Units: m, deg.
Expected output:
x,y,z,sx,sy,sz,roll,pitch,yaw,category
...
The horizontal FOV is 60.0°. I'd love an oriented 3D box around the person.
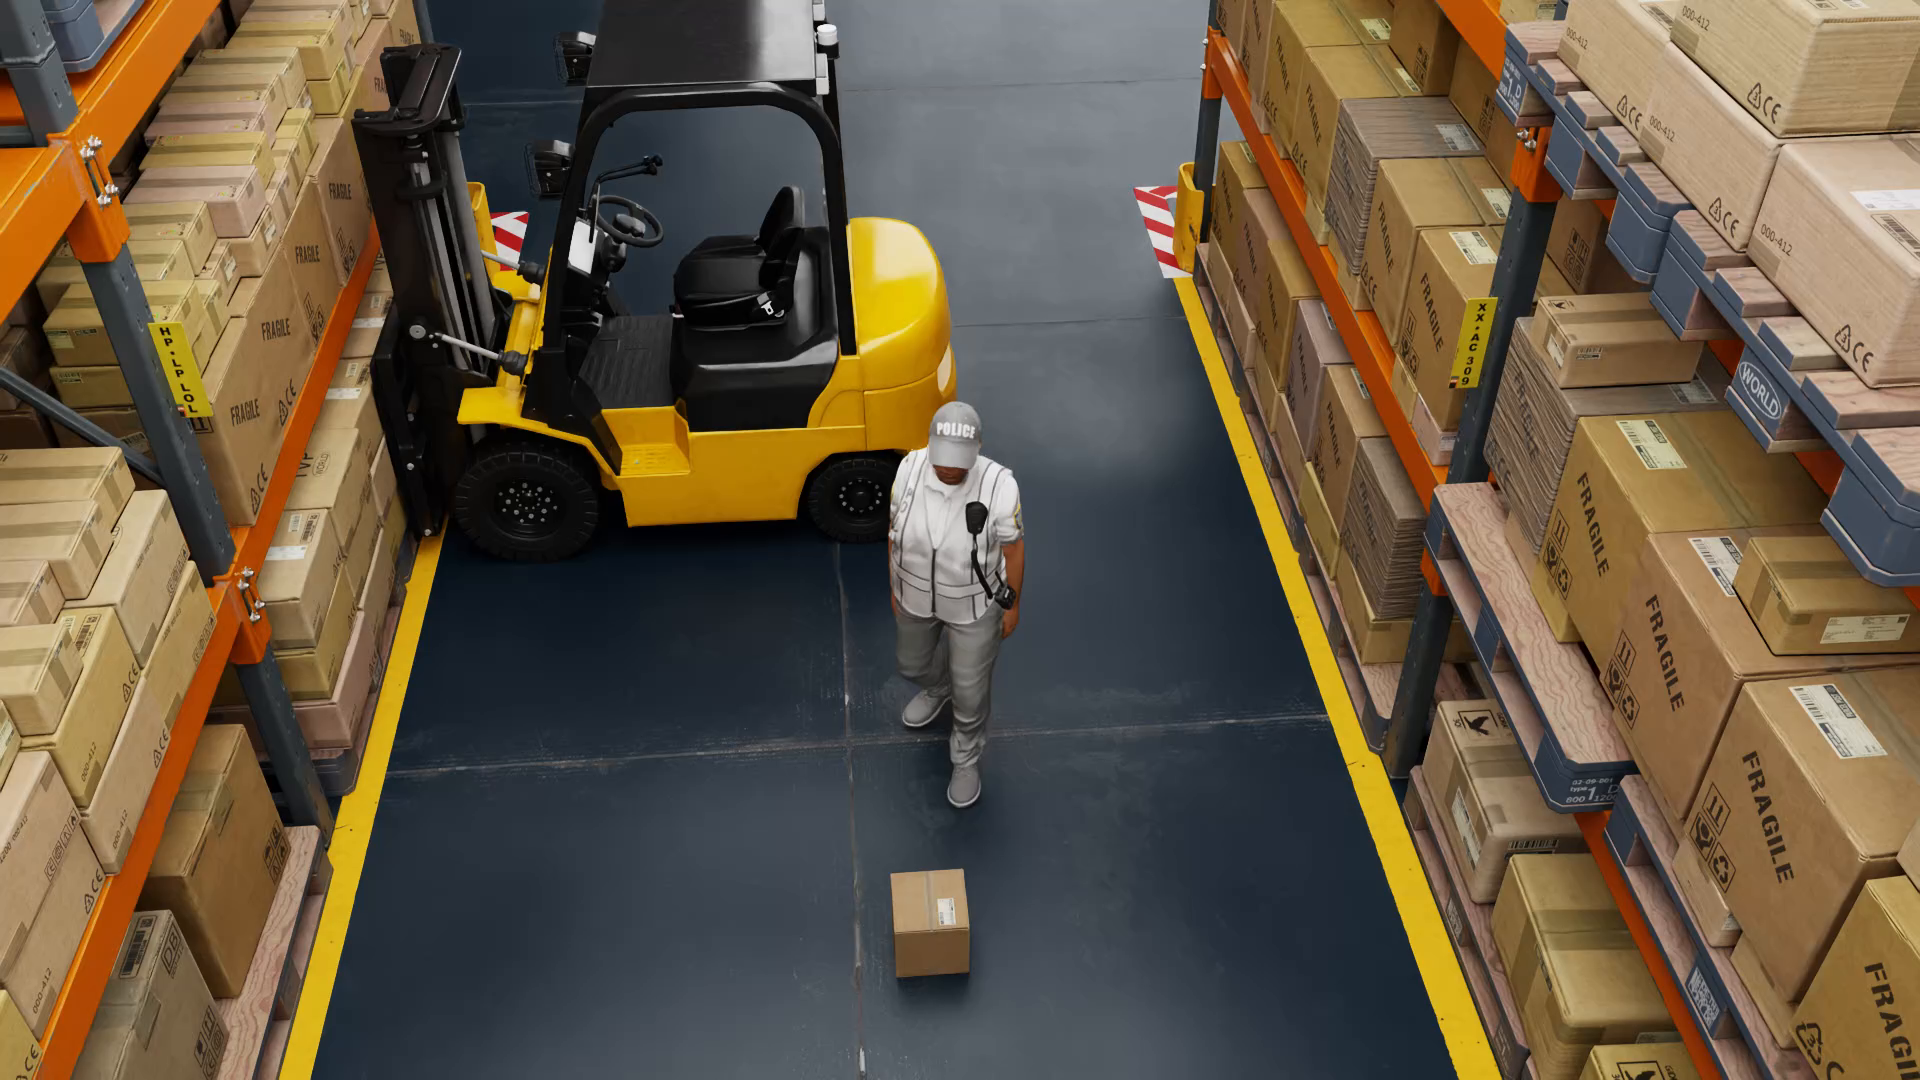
x,y,z,sx,sy,sz,roll,pitch,yaw,category
-0.004,0.141,5.924,0.485,1.600,0.511,13,41,15,person
